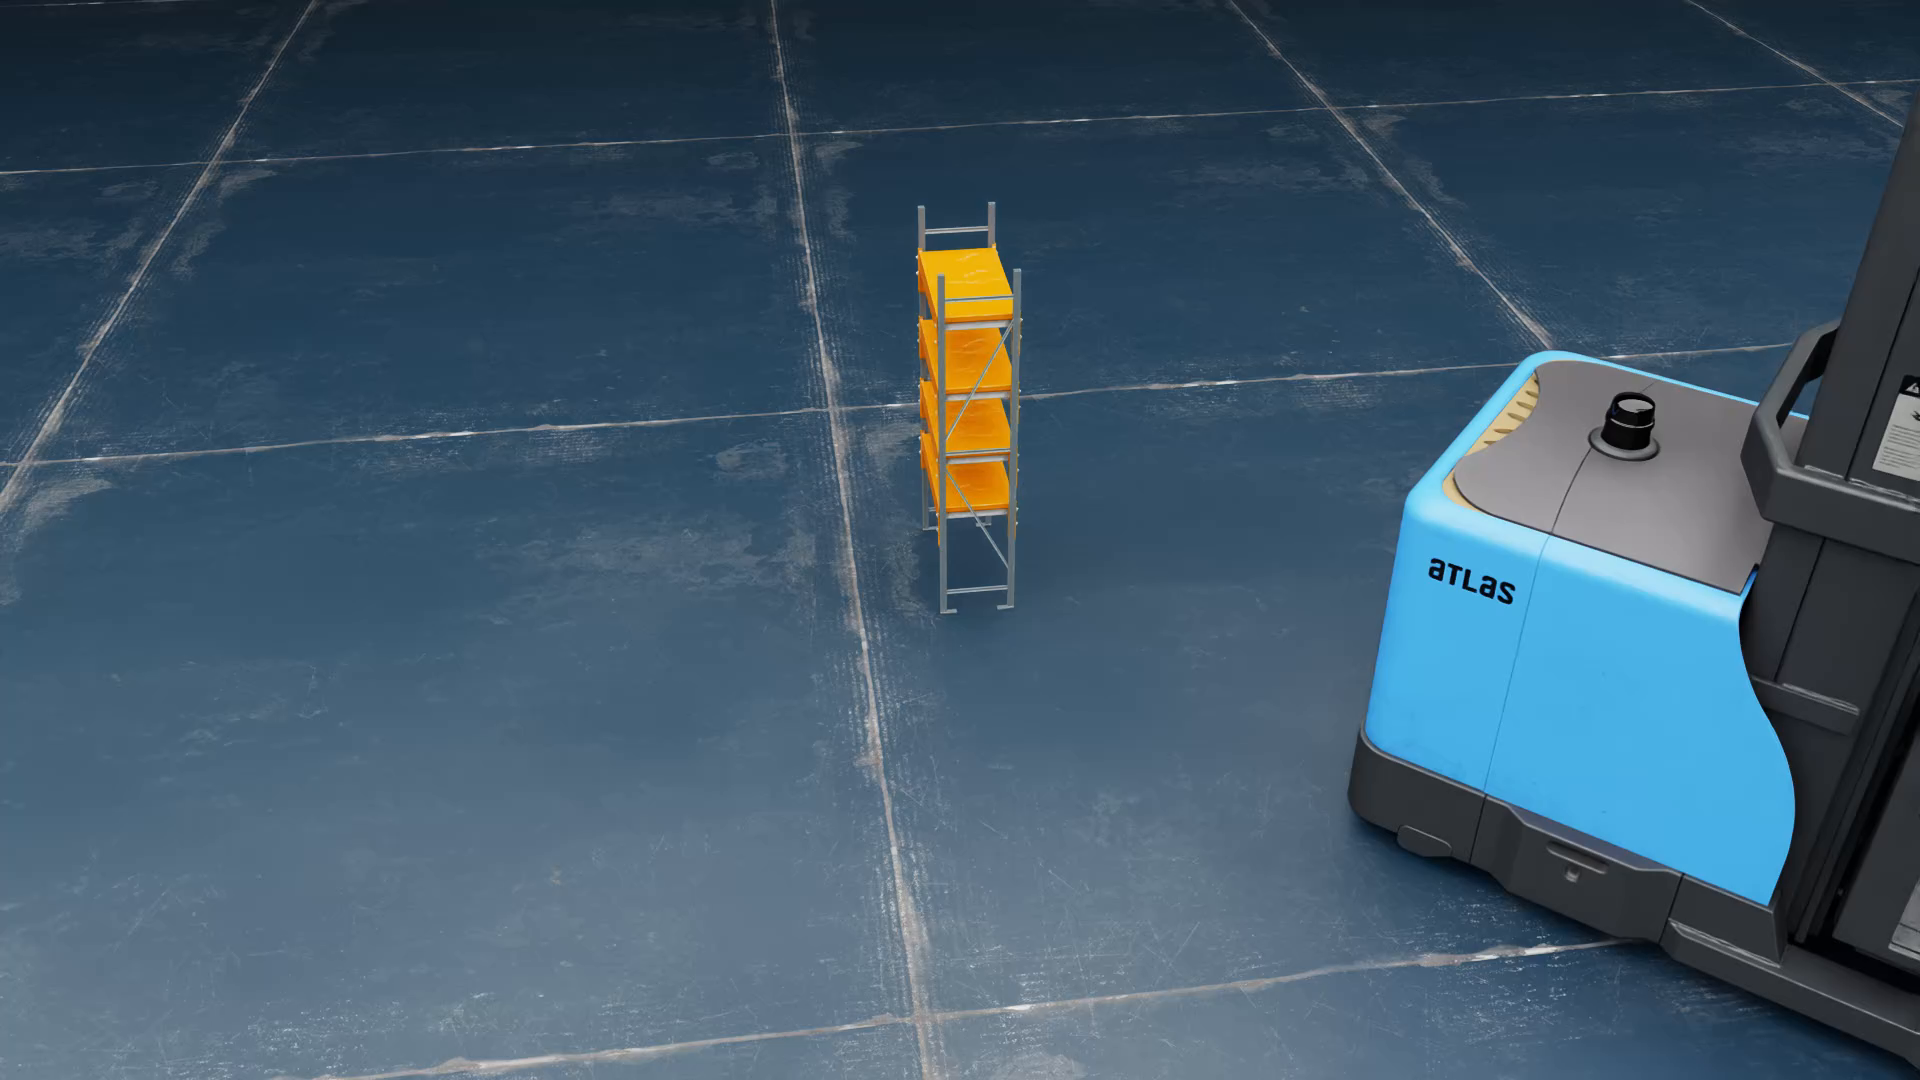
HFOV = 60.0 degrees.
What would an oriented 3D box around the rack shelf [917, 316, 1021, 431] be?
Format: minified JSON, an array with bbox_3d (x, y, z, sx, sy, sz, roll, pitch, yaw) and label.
[{"bbox_3d":[0.022,-0.533,5.188,0.258,0.148,0.480,-4,35,-6],"label":"rack shelf"}]

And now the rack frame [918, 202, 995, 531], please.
[{"bbox_3d":[-0.011,-0.540,5.476,0.240,1.200,0.015,-4,35,-6],"label":"rack frame"}]

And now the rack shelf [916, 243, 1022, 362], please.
[{"bbox_3d":[0.022,-0.728,5.055,0.258,0.148,0.480,-4,35,-6],"label":"rack shelf"}]

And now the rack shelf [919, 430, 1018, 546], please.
[{"bbox_3d":[0.022,-0.184,5.426,0.258,0.148,0.480,-4,35,-6],"label":"rack shelf"}]

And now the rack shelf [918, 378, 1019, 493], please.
[{"bbox_3d":[0.022,-0.348,5.314,0.258,0.148,0.480,-4,35,-6],"label":"rack shelf"}]

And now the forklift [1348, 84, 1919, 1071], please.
[{"bbox_3d":[2.571,-0.181,3.412,3.031,2.935,1.130,21,40,28],"label":"forklift"}]

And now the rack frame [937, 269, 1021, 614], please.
[{"bbox_3d":[0.055,-0.267,5.077,0.240,1.200,0.015,-4,35,-6],"label":"rack frame"}]

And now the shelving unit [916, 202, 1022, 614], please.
[{"bbox_3d":[0.022,-0.403,5.277,0.258,1.200,0.503,-4,35,-6],"label":"shelving unit"}]
